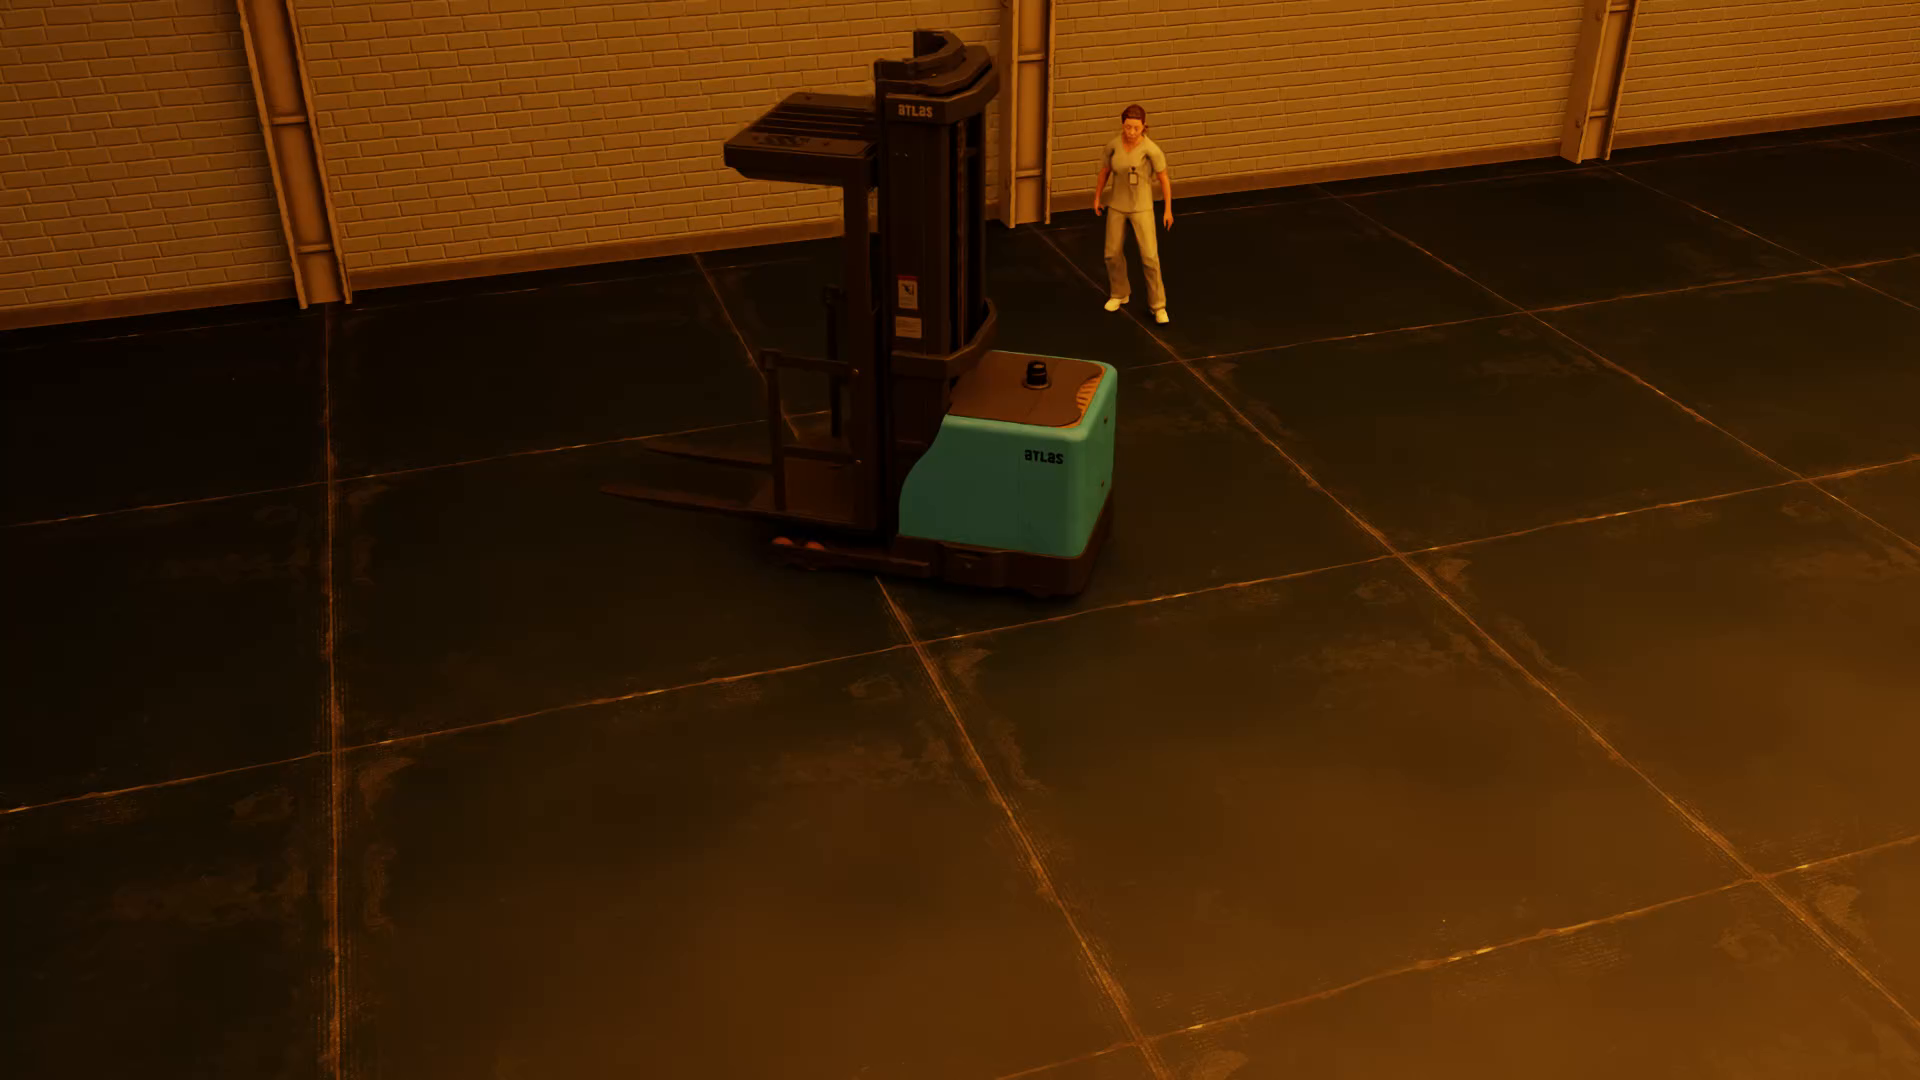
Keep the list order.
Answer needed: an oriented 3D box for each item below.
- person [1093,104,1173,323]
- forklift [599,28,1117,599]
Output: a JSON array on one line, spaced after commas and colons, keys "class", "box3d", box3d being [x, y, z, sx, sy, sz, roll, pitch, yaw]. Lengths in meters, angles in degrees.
[{"class": "person", "box3d": [1.349, -2.536, 12.790, 0.758, 1.647, 0.367, 15, 33, 24]}, {"class": "forklift", "box3d": [-0.648, -1.337, 9.410, 3.031, 2.935, 1.130, 8, 31, 13]}]
